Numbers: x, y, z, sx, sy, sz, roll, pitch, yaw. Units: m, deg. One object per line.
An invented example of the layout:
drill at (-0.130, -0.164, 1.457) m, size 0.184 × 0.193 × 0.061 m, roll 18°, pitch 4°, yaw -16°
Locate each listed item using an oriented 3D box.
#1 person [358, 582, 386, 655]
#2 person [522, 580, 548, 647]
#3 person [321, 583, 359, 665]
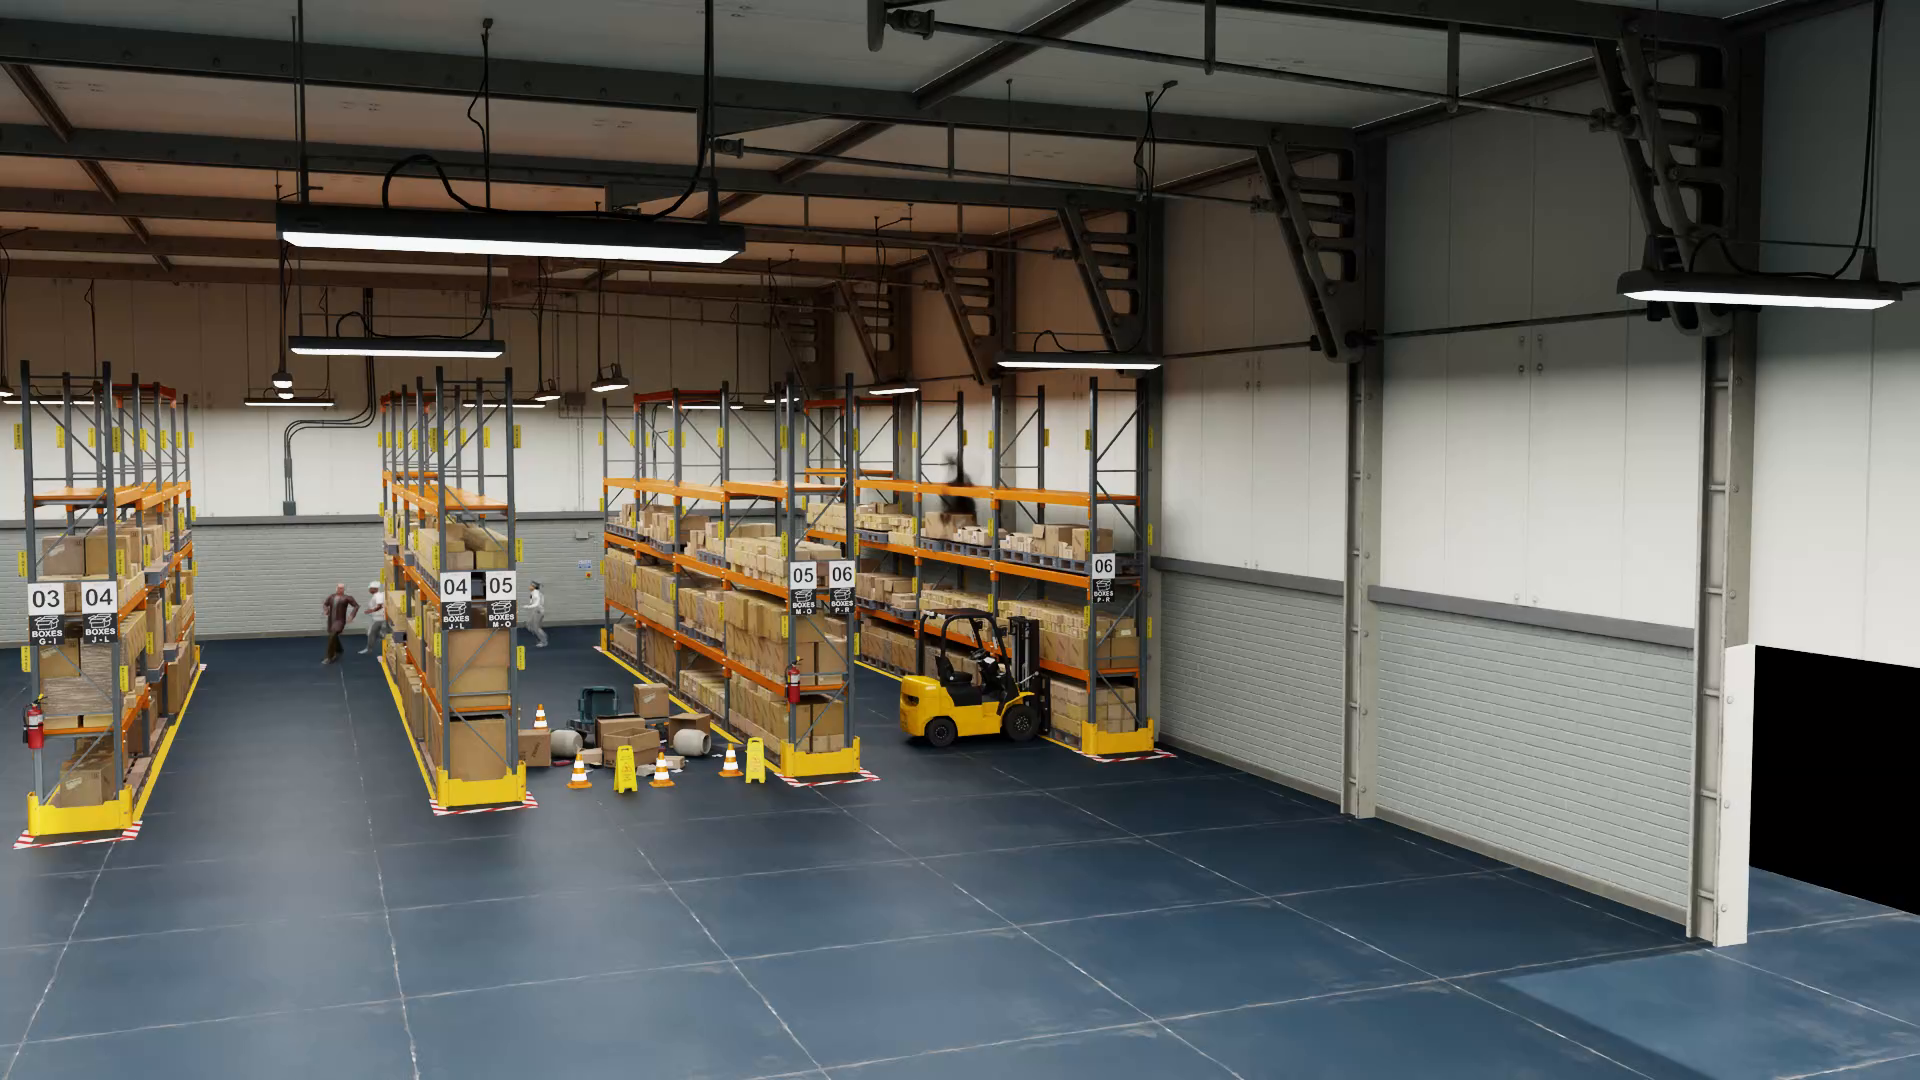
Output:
person at (-13.666, 1.814, 38.808) m, size 0.762 × 1.704 × 0.967 m, roll -1°, pitch 4°, yaw -20°
person at (-10.285, 1.774, 40.225) m, size 0.610 × 1.636 × 0.657 m, roll -1°, pitch 4°, yaw -17°
person at (-13.978, 1.870, 37.367) m, size 0.769 × 1.796 × 0.925 m, roll 1°, pitch 4°, yaw 15°
